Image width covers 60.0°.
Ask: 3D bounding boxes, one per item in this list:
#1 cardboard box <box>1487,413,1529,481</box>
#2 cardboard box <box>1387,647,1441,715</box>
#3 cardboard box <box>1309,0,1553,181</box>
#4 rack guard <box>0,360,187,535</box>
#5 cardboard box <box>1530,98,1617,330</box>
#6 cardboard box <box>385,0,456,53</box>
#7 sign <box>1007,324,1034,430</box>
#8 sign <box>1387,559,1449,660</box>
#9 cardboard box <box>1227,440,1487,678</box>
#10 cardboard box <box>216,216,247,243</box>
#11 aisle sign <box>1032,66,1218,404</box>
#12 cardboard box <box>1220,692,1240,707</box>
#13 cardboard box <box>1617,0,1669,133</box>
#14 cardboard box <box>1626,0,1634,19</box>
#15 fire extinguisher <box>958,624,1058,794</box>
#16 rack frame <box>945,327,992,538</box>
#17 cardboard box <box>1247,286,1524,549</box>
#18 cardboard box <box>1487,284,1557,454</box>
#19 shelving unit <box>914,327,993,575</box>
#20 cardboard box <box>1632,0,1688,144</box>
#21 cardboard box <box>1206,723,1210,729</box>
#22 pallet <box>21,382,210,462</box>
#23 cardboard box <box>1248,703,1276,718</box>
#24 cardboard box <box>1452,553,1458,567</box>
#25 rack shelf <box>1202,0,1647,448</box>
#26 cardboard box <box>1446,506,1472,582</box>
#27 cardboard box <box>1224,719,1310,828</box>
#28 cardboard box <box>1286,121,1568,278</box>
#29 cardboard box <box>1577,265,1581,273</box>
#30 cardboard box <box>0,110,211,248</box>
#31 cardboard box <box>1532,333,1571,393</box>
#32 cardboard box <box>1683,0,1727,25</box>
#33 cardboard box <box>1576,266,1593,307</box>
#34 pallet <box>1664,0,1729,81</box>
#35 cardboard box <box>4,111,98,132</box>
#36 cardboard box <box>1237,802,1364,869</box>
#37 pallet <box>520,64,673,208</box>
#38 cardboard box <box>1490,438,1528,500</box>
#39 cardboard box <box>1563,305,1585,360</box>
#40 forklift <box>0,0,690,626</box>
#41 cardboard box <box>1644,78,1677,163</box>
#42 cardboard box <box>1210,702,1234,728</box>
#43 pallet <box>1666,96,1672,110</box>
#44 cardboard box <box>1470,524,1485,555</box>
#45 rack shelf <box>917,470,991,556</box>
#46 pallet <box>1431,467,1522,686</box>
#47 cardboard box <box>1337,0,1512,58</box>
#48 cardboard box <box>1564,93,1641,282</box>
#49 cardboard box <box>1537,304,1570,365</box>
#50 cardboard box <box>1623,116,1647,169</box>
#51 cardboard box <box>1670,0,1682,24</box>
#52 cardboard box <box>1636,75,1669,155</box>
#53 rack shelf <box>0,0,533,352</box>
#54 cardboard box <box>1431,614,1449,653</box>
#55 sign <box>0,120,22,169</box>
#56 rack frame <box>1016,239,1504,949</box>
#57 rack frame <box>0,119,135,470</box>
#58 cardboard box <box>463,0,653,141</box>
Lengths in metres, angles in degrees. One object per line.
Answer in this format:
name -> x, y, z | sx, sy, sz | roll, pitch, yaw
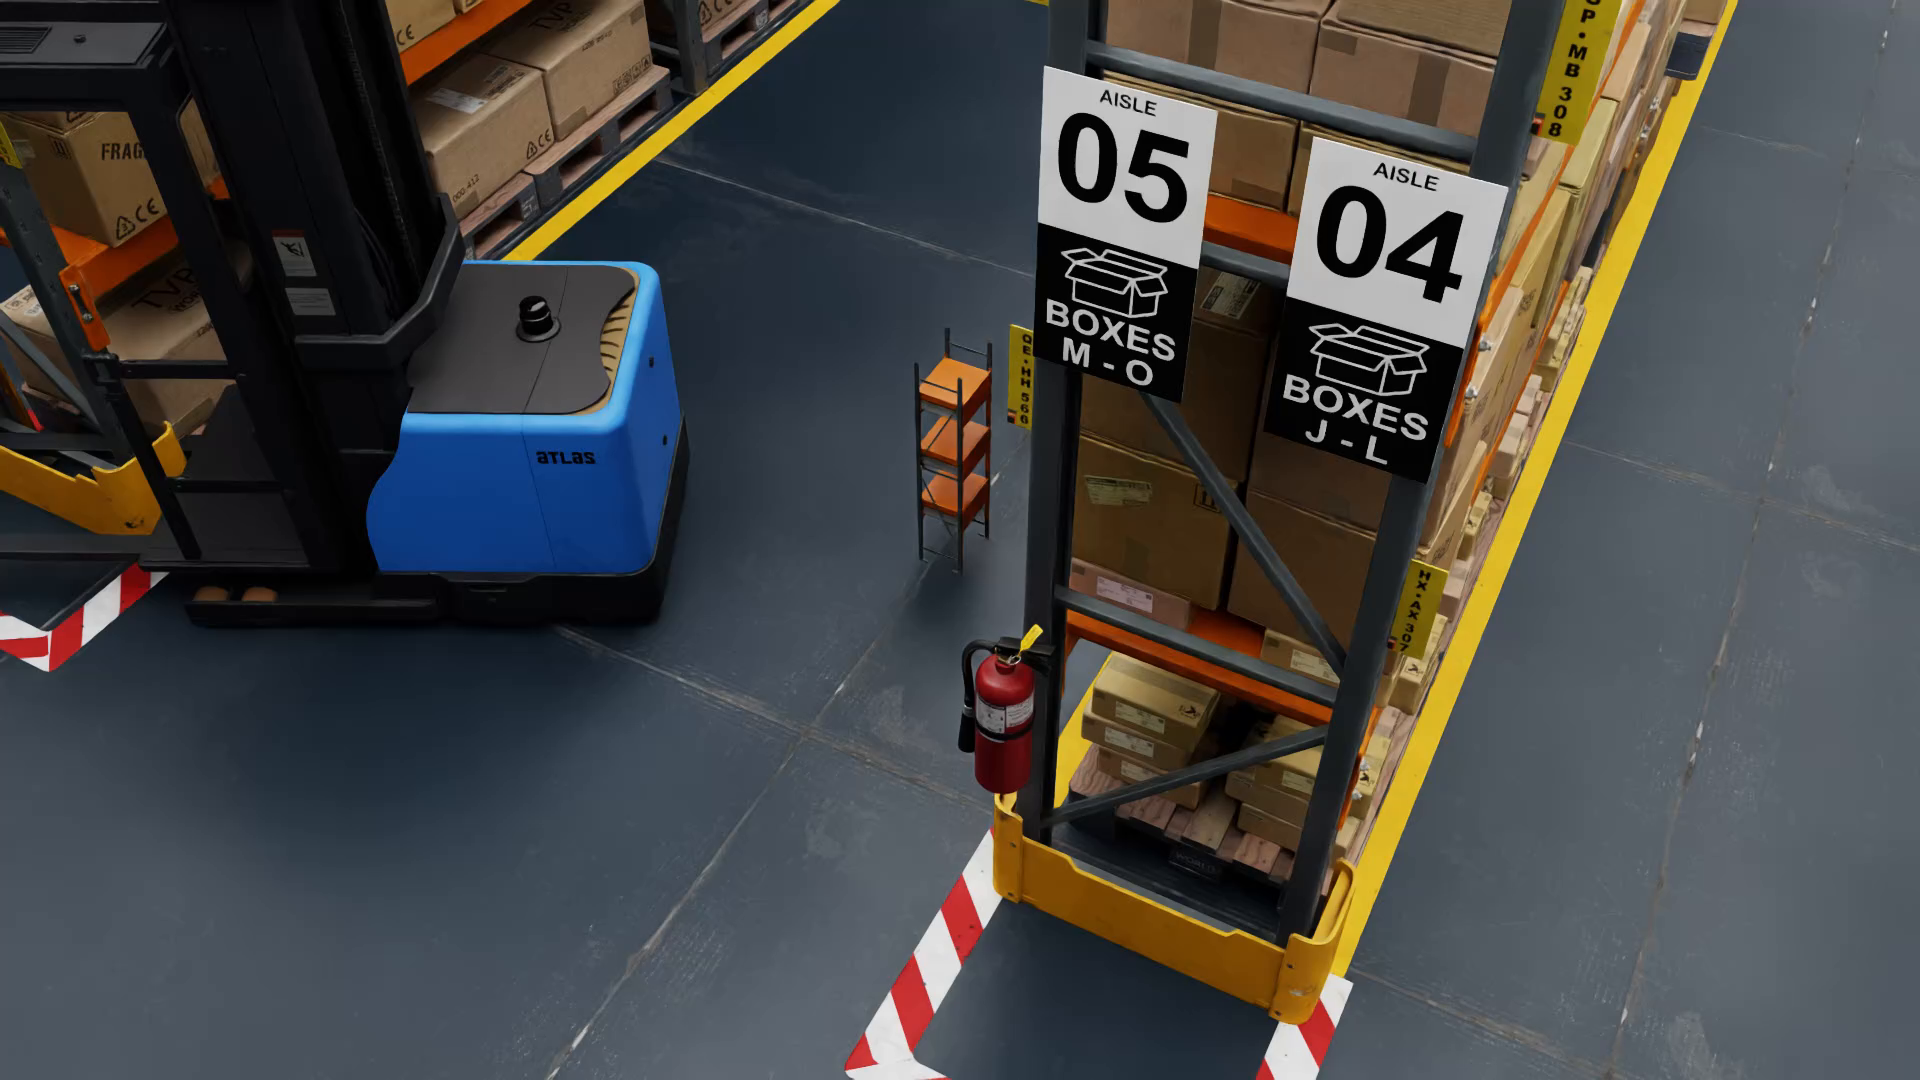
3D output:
cardboard box -> 2.035, -0.418, 6.625 | 0.380, 0.149, 0.250 | 19, 48, 18
cardboard box -> 1.554, 0.455, 6.180 | 0.380, 0.149, 0.250 | 21, 49, 20
cardboard box -> 1.092, -1.074, 3.627 | 0.500, 0.250, 0.500 | 21, 49, 20
rack guard -> -3.789, -0.376, 7.050 | 1.175, 0.500, 0.348 | 20, 49, 19
cardboard box -> 1.587, -1.026, 4.952 | 0.500, 0.500, 0.500 | 19, 48, 18
cardboard box -> -2.621, -2.476, 7.298 | 0.500, 0.500, 0.500 | 22, 49, 20
sign -> 0.171, -0.413, 4.293 | 0.100, 0.325, 0.005 | 20, 49, 19
sign -> 1.134, 0.176, 4.139 | 0.100, 0.325, 0.005 | 20, 49, 19
cardboard box -> 1.106, -0.031, 4.672 | 0.500, 0.500, 0.500 | 23, 50, 21
cardboard box -> -3.143, -1.545, 7.954 | 0.875, 0.438, 0.875 | 22, 49, 20
aisle sign -> 0.354, -0.666, 3.752 | 0.394, 0.787, 0.004 | 20, 49, 19
cardboard box -> 0.842, 0.390, 5.827 | 0.380, 0.149, 0.250 | 21, 49, 20
cardboard box -> 2.046, -1.680, 5.599 | 0.500, 0.500, 0.500 | 22, 49, 20
cardboard box -> 1.564, -1.558, 4.458 | 0.500, 0.250, 0.500 | 19, 48, 18
fire extinguisher -> 0.128, 0.465, 4.778 | 0.296, 0.674, 0.183 | 20, 49, 19
rack frame -> 0.032, -0.412, 6.699 | 0.200, 1.050, 0.008 | 20, 49, 19
cardboard box -> 1.097, -0.386, 4.320 | 0.500, 0.500, 0.500 | 20, 49, 19
cardboard box -> 1.571, -0.681, 5.314 | 0.500, 0.500, 0.500 | 21, 49, 20
shelving unit -> -0.025, -0.335, 6.623 | 0.215, 1.050, 0.252 | 20, 49, 19
cardboard box -> 2.536, -1.961, 6.579 | 0.500, 0.500, 0.500 | 21, 49, 19
cardboard box -> 0.743, 0.559, 6.077 | 0.380, 0.149, 0.250 | 22, 49, 20
pallet -> -3.476, -0.819, 7.691 | 1.003, 0.211, 1.213 | 20, 49, 19
cardboard box -> 1.219, 0.515, 5.703 | 0.380, 0.149, 0.250 | 21, 49, 20
cardboard box -> 1.628, 0.043, 6.169 | 0.380, 0.149, 0.250 | 22, 49, 21
rack shelf -> 1.582, -1.761, 5.058 | 1.077, 0.370, 4.000 | 20, 49, 19
cardboard box -> 1.348, -0.033, 5.130 | 0.380, 0.149, 0.250 | 19, 48, 18
cardboard box -> 1.124, 0.805, 5.625 | 0.380, 0.149, 0.250 | 22, 49, 21
cardboard box -> 1.088, -0.899, 3.806 | 0.500, 0.250, 0.500 | 22, 49, 20
cardboard box -> 2.576, -1.264, 7.461 | 0.380, 0.149, 0.250 | 22, 49, 20
cardboard box -> -3.301, -1.513, 6.346 | 0.500, 0.500, 0.500 | 20, 49, 19
cardboard box -> 2.422, -0.817, 7.228 | 0.380, 0.149, 0.250 | 19, 48, 18
cardboard box -> 3.100, -2.375, 7.149 | 0.380, 0.149, 0.250 | 18, 48, 17
cardboard box -> 2.646, -1.166, 7.573 | 0.380, 0.149, 0.250 | 21, 49, 20
pallet -> 2.994, -2.585, 7.611 | 1.003, 0.211, 1.213 | 20, 49, 19
cardboard box -> -3.303, -1.865, 5.991 | 0.500, 0.500, 0.500 | 19, 48, 18
cardboard box -> 1.180, 0.931, 5.710 | 0.380, 0.149, 0.250 | 21, 49, 20
pallet -> -2.343, -2.356, 9.210 | 1.003, 0.211, 1.213 | 20, 49, 19
cardboard box -> 2.150, -0.353, 6.979 | 0.380, 0.149, 0.250 | 20, 49, 19
cardboard box -> 2.630, -1.005, 7.623 | 0.380, 0.149, 0.250 | 21, 49, 20
forklift -> -2.704, -1.061, 6.018 | 3.031, 2.935, 1.130 | 1, 45, 1
cardboard box -> 3.332, -2.200, 8.557 | 0.500, 0.500, 0.500 | 23, 50, 21
cardboard box -> 0.815, 0.477, 5.949 | 0.380, 0.149, 0.250 | 19, 48, 18
pallet -> 3.436, -2.501, 9.354 | 1.003, 0.211, 1.213 | 20, 49, 19
cardboard box -> 1.886, -0.048, 6.678 | 0.380, 0.149, 0.250 | 20, 49, 19
rack shelf -> -0.025, -0.133, 6.828 | 0.215, 0.259, 0.240 | 20, 49, 19
pallet -> 1.665, -0.033, 6.914 | 1.003, 0.211, 1.213 | 20, 49, 19
cardboard box -> 1.005, -1.146, 3.418 | 0.380, 0.149, 0.250 | 20, 49, 19
cardboard box -> 2.062, -1.321, 5.947 | 0.500, 0.500, 0.500 | 20, 49, 19
cardboard box -> 2.383, -0.930, 7.131 | 0.380, 0.149, 0.250 | 20, 49, 19
cardboard box -> 2.562, -1.675, 6.753 | 0.380, 0.149, 0.250 | 19, 48, 18
cardboard box -> 2.532, -2.325, 6.236 | 0.500, 0.500, 0.500 | 19, 48, 18
cardboard box -> 3.087, -2.130, 7.961 | 0.500, 0.250, 0.500 | 18, 48, 17
rack shelf -> -2.849, -2.277, 7.677 | 1.077, 0.370, 4.000 | 20, 49, 19
cardboard box -> 1.552, 0.342, 6.083 | 0.380, 0.149, 0.250 | 22, 49, 20
sign -> -3.289, -1.415, 5.655 | 0.100, 0.325, 0.005 | 20, 49, 19
rack frame -> 0.653, 0.301, 4.624 | 1.000, 3.000, 0.127 | 20, 49, 19
rack frame -> -3.778, -1.270, 6.176 | 1.000, 3.000, 0.127 | 20, 49, 19
cardboard box -> -2.308, -2.677, 9.073 | 0.875, 0.438, 0.875 | 20, 49, 19
